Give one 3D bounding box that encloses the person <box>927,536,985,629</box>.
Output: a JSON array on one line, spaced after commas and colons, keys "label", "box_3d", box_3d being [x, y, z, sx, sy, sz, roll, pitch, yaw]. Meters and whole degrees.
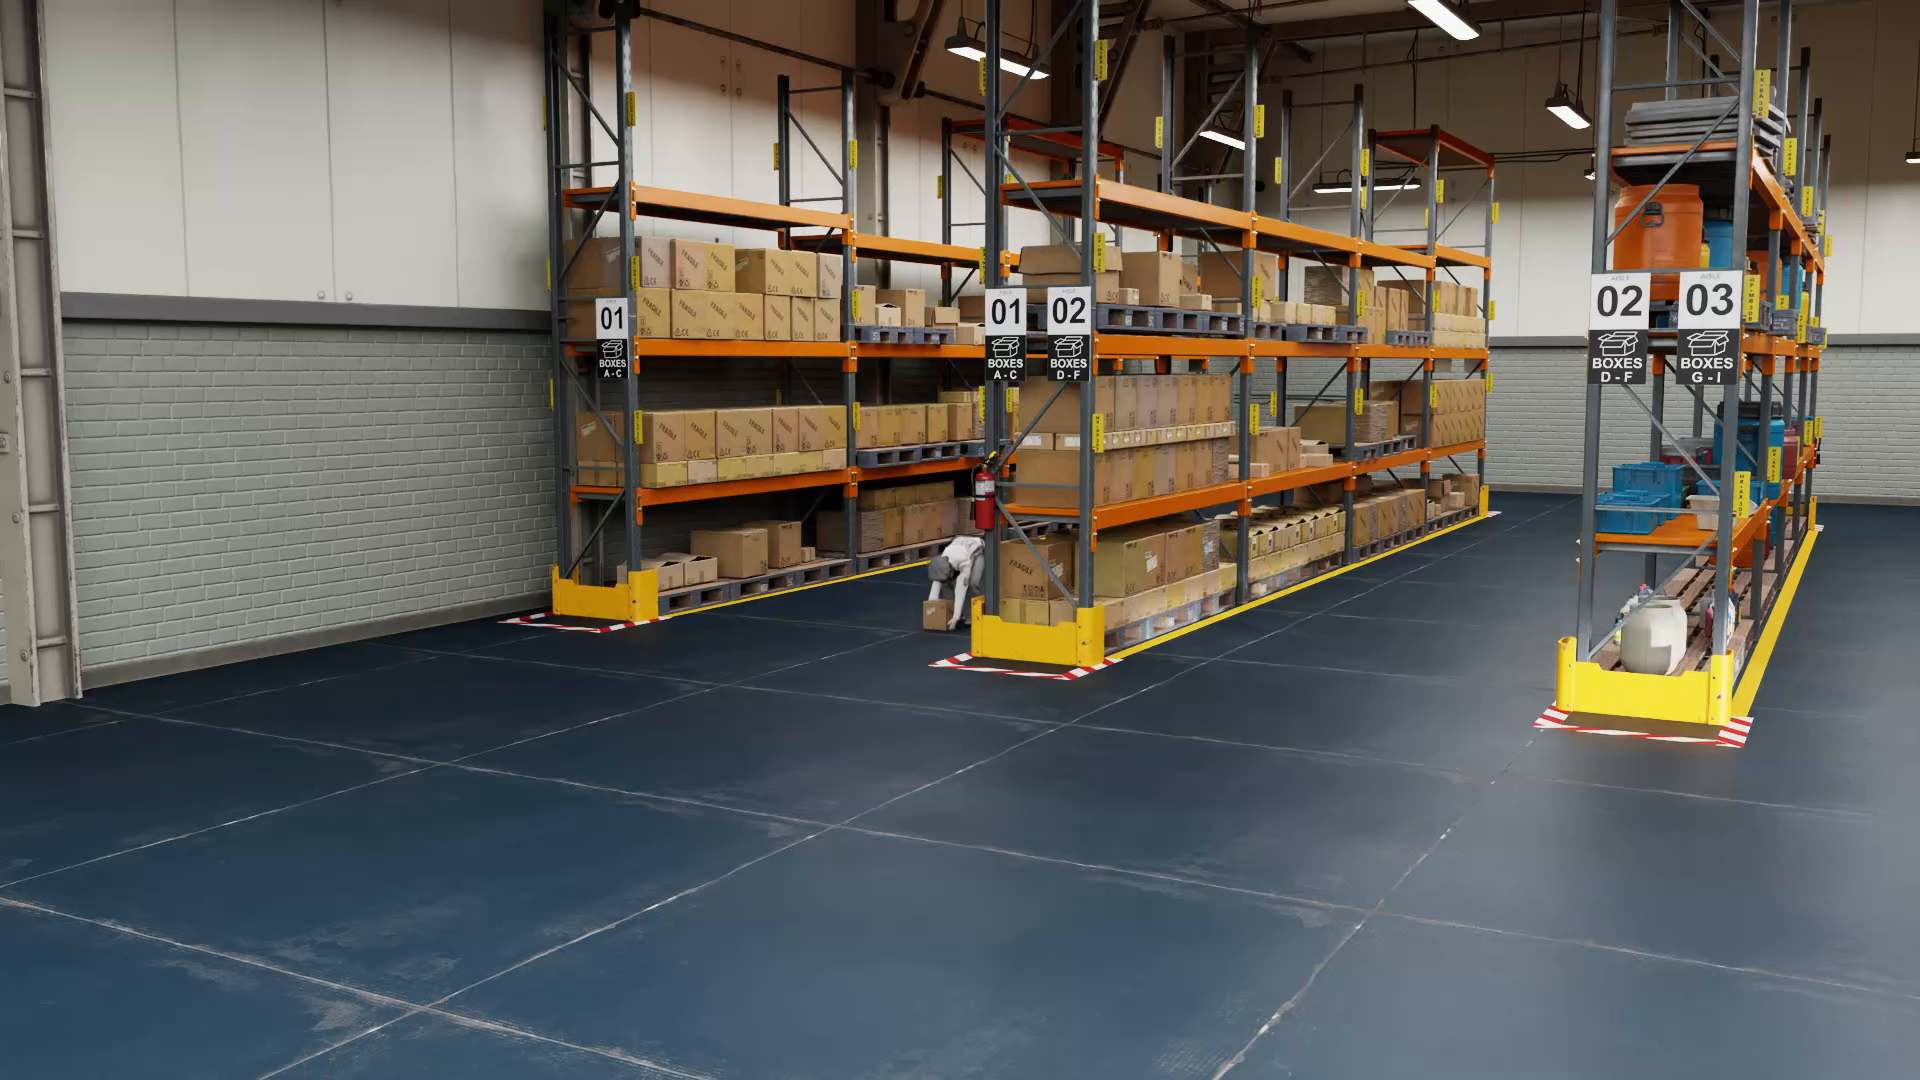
[{"label": "person", "box_3d": [-0.006, 0.412, 16.369, 0.452, 0.848, 0.885, 3, 7, 25]}]
